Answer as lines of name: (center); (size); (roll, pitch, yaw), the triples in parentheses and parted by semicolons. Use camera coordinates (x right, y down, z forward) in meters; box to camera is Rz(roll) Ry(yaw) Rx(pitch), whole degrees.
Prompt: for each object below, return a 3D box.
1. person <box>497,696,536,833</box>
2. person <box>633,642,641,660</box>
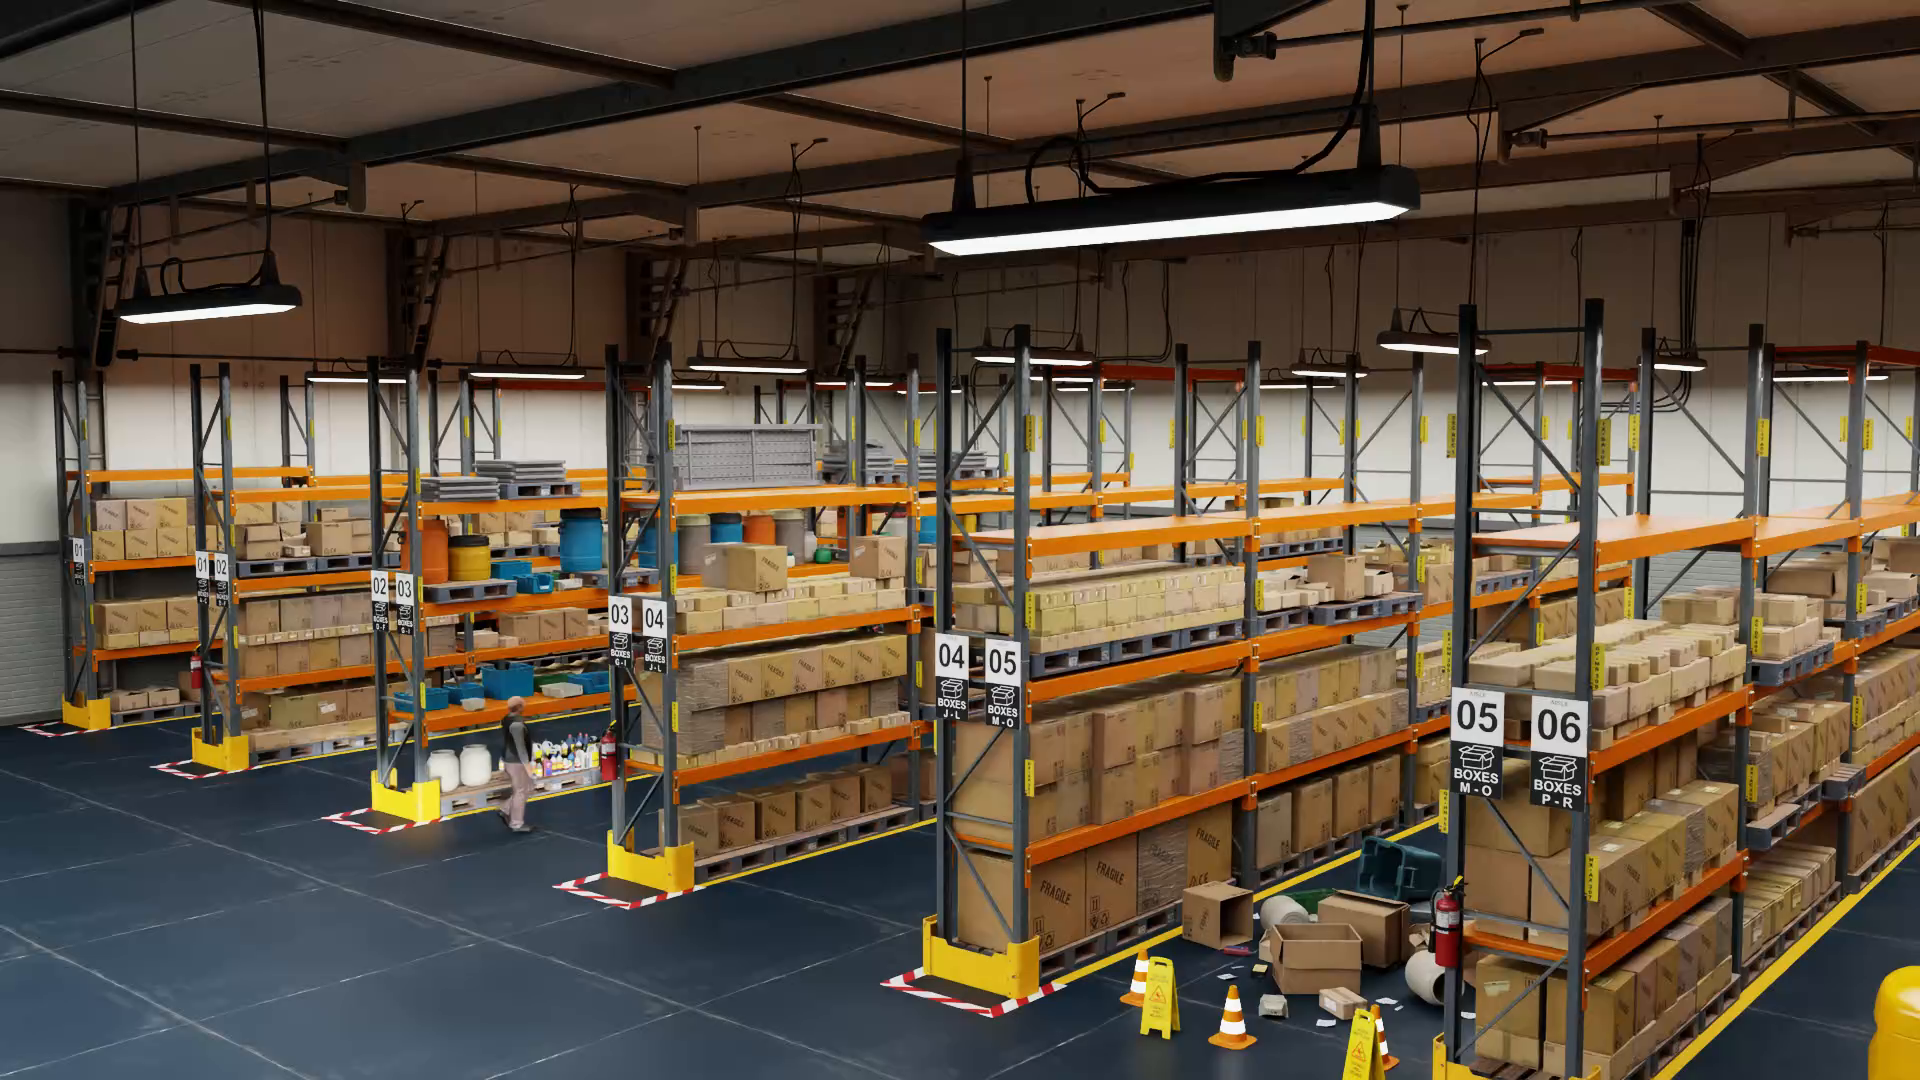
person: (-5.536, 2.792, 20.751); (0.481, 1.714, 0.542); (-2, 4, -21)
person: (-6.493, 1.879, 34.272); (0.667, 1.677, 0.574); (-1, 4, -18)
